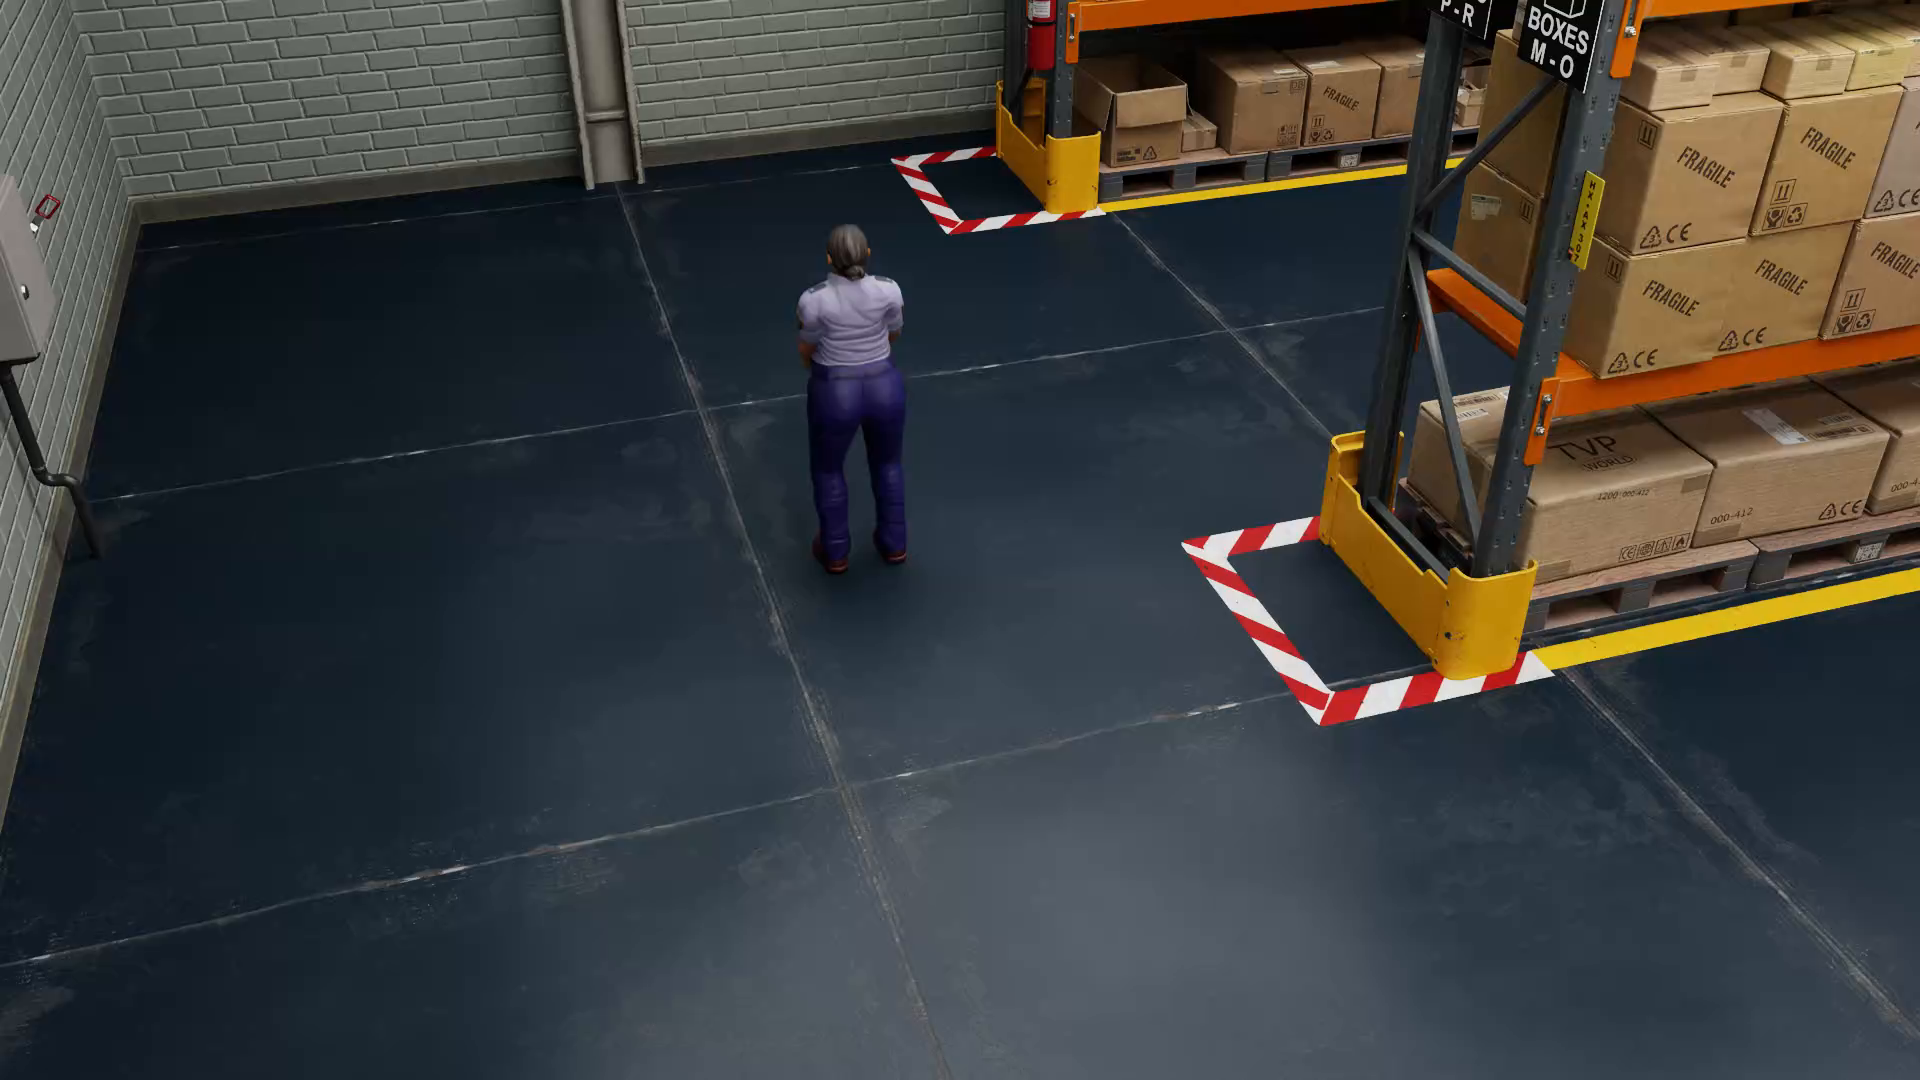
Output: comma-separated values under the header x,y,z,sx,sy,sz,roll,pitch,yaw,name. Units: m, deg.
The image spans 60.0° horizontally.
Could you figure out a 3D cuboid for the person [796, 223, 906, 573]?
x,y,z,sx,sy,sz,roll,pitch,yaw,name
-0.475,-0.638,7.118,0.452,1.622,0.516,-10,35,-14,person
